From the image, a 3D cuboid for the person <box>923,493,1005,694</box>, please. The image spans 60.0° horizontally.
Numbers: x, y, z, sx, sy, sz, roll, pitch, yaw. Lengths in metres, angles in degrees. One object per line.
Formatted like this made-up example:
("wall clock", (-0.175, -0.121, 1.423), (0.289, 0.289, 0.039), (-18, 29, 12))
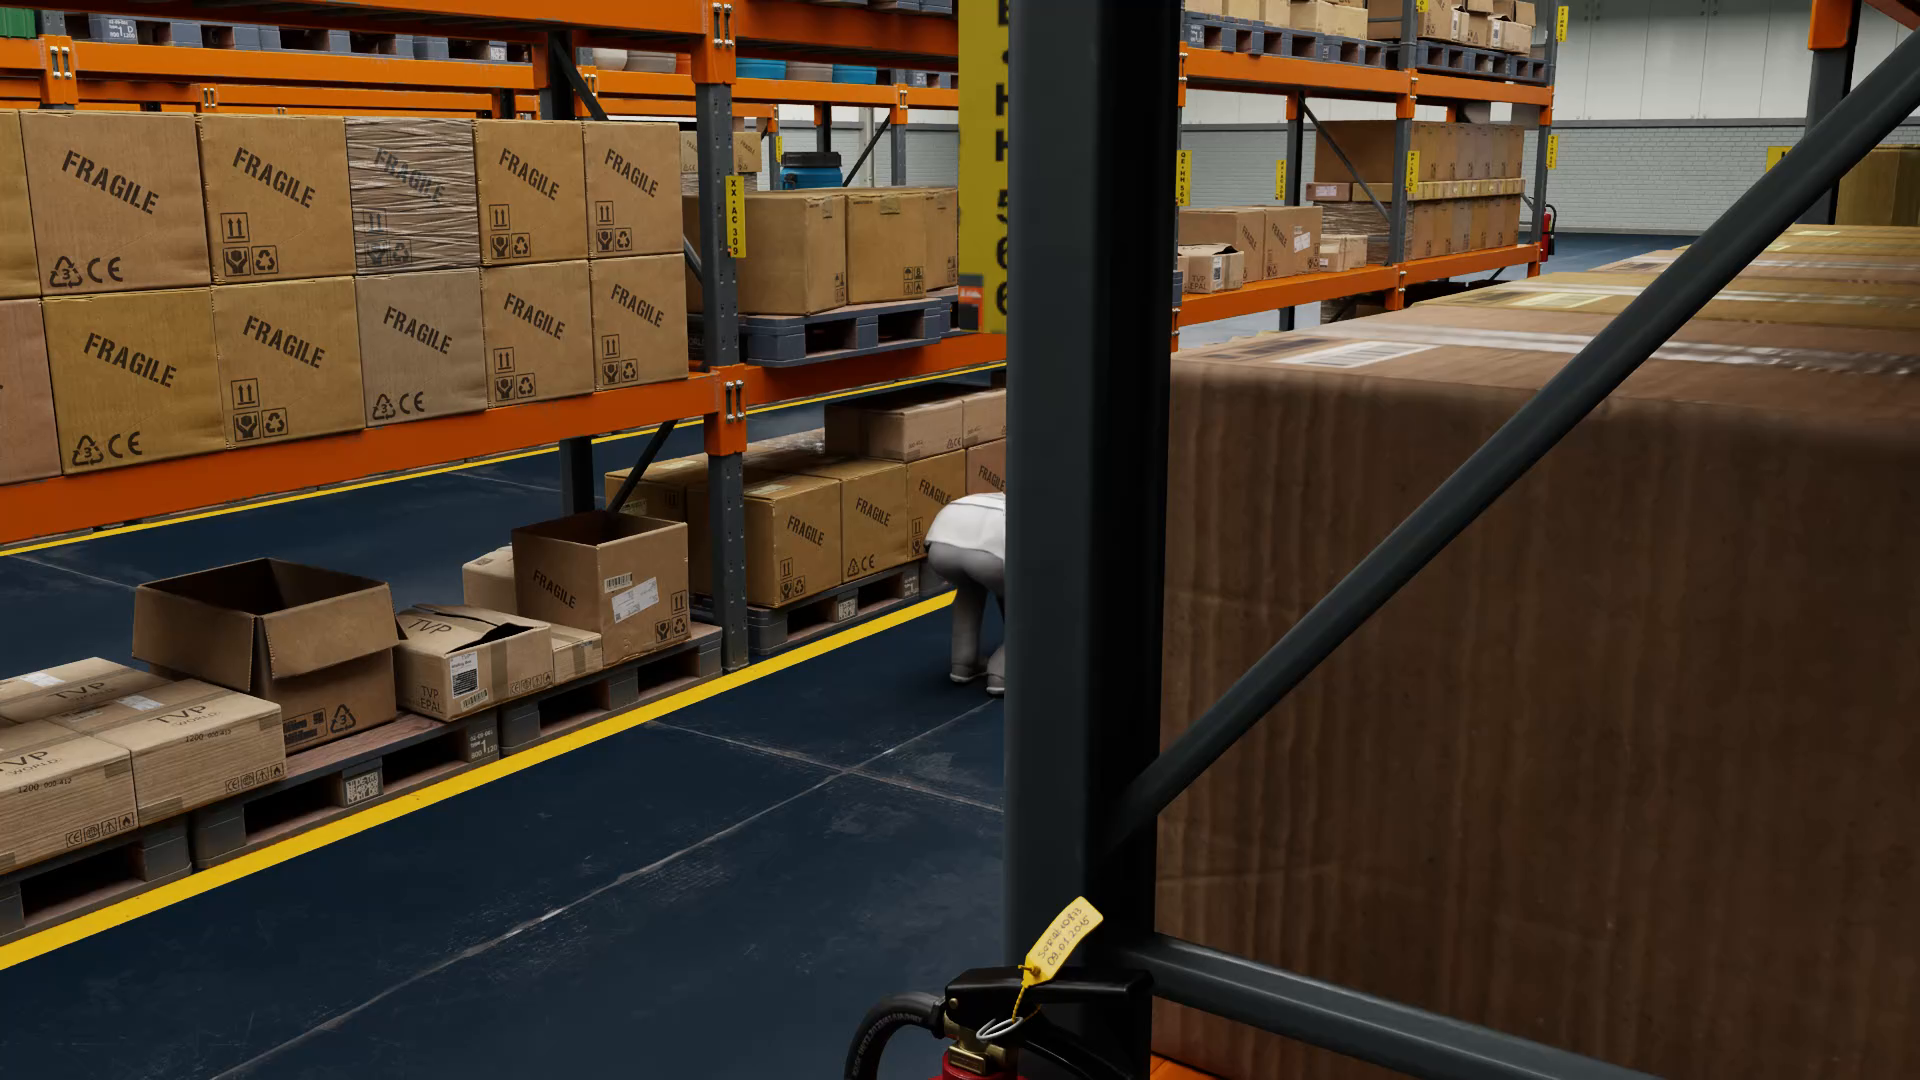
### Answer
("person", (0.195, 0.192, 7.073), (0.456, 0.833, 0.916), (7, 15, 29))
